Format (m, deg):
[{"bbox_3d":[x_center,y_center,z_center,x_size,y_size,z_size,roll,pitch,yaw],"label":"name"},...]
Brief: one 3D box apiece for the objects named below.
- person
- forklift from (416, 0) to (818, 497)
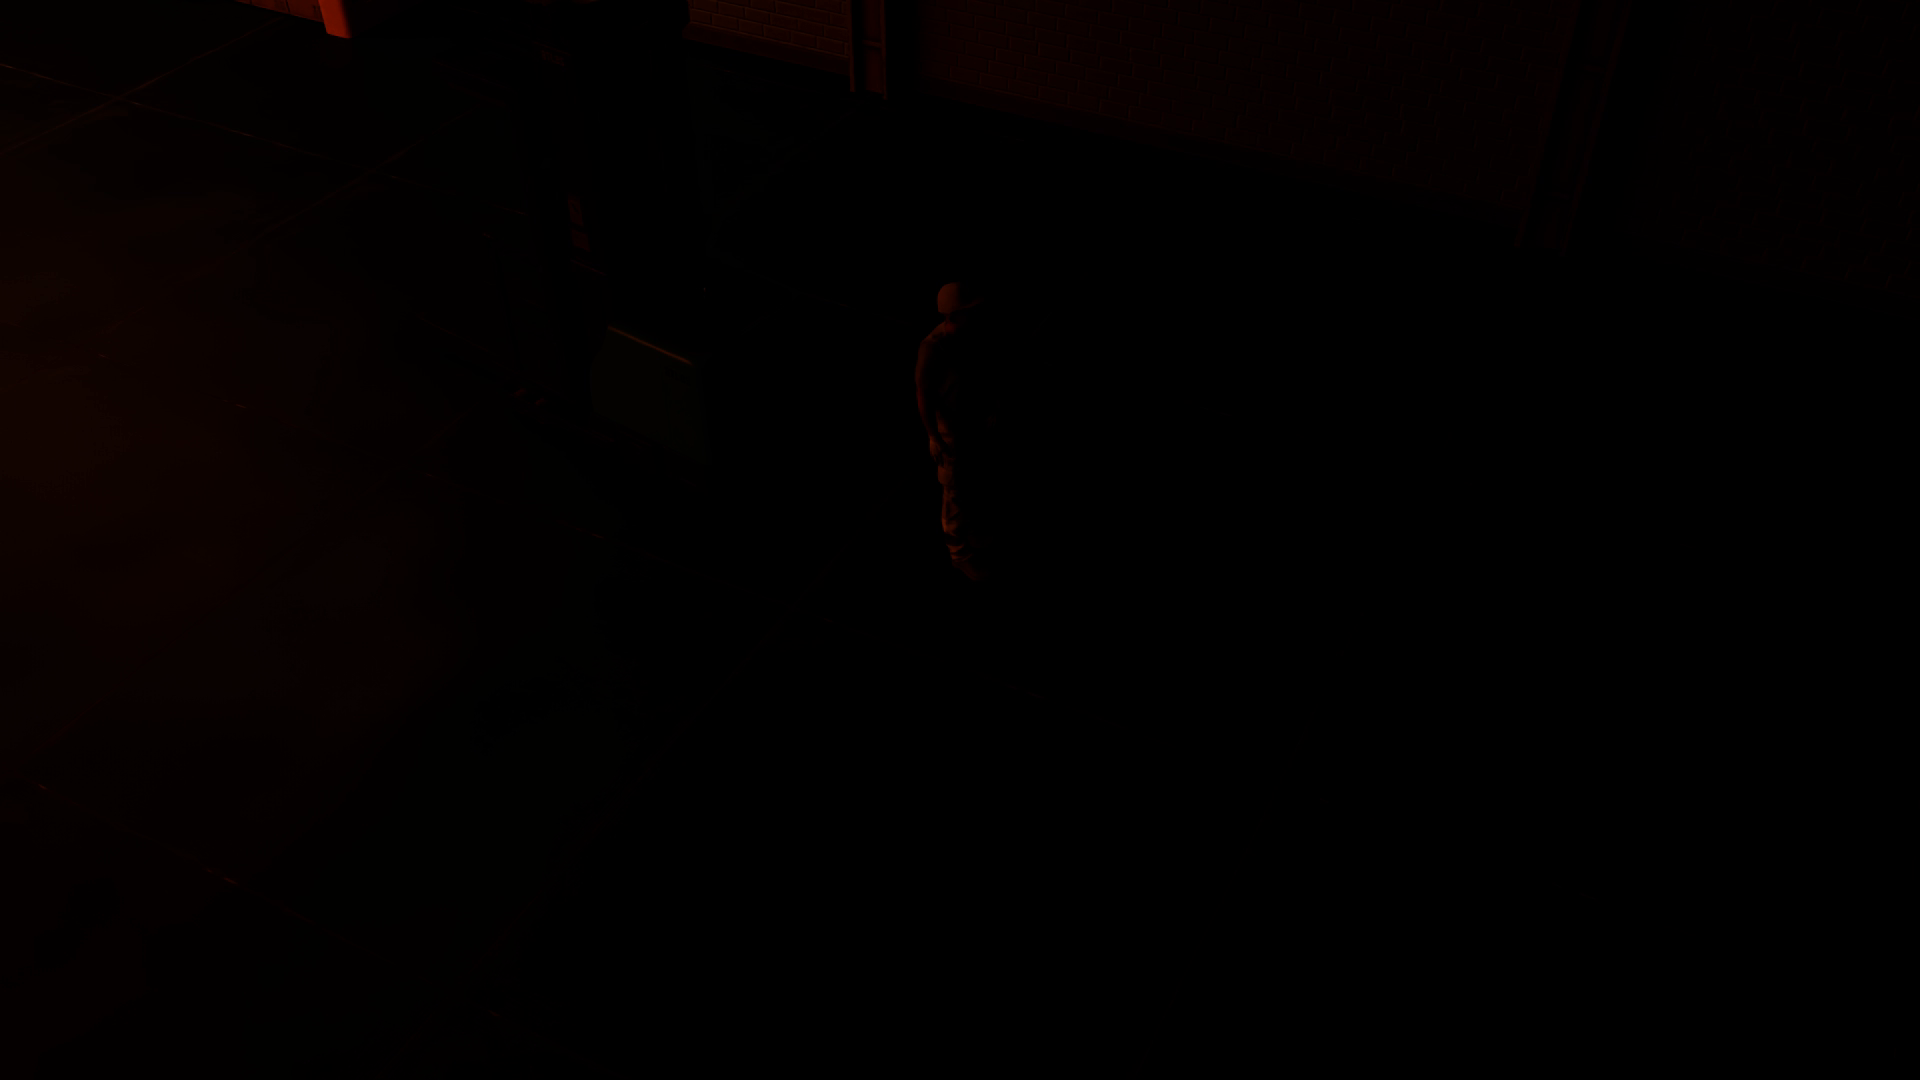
[{"bbox_3d":[0.081,-0.646,9.637,0.590,1.785,0.634,25,46,27],"label":"person"},{"bbox_3d":[-2.441,-2.153,10.542,3.031,2.935,1.130,25,46,27],"label":"forklift"}]
